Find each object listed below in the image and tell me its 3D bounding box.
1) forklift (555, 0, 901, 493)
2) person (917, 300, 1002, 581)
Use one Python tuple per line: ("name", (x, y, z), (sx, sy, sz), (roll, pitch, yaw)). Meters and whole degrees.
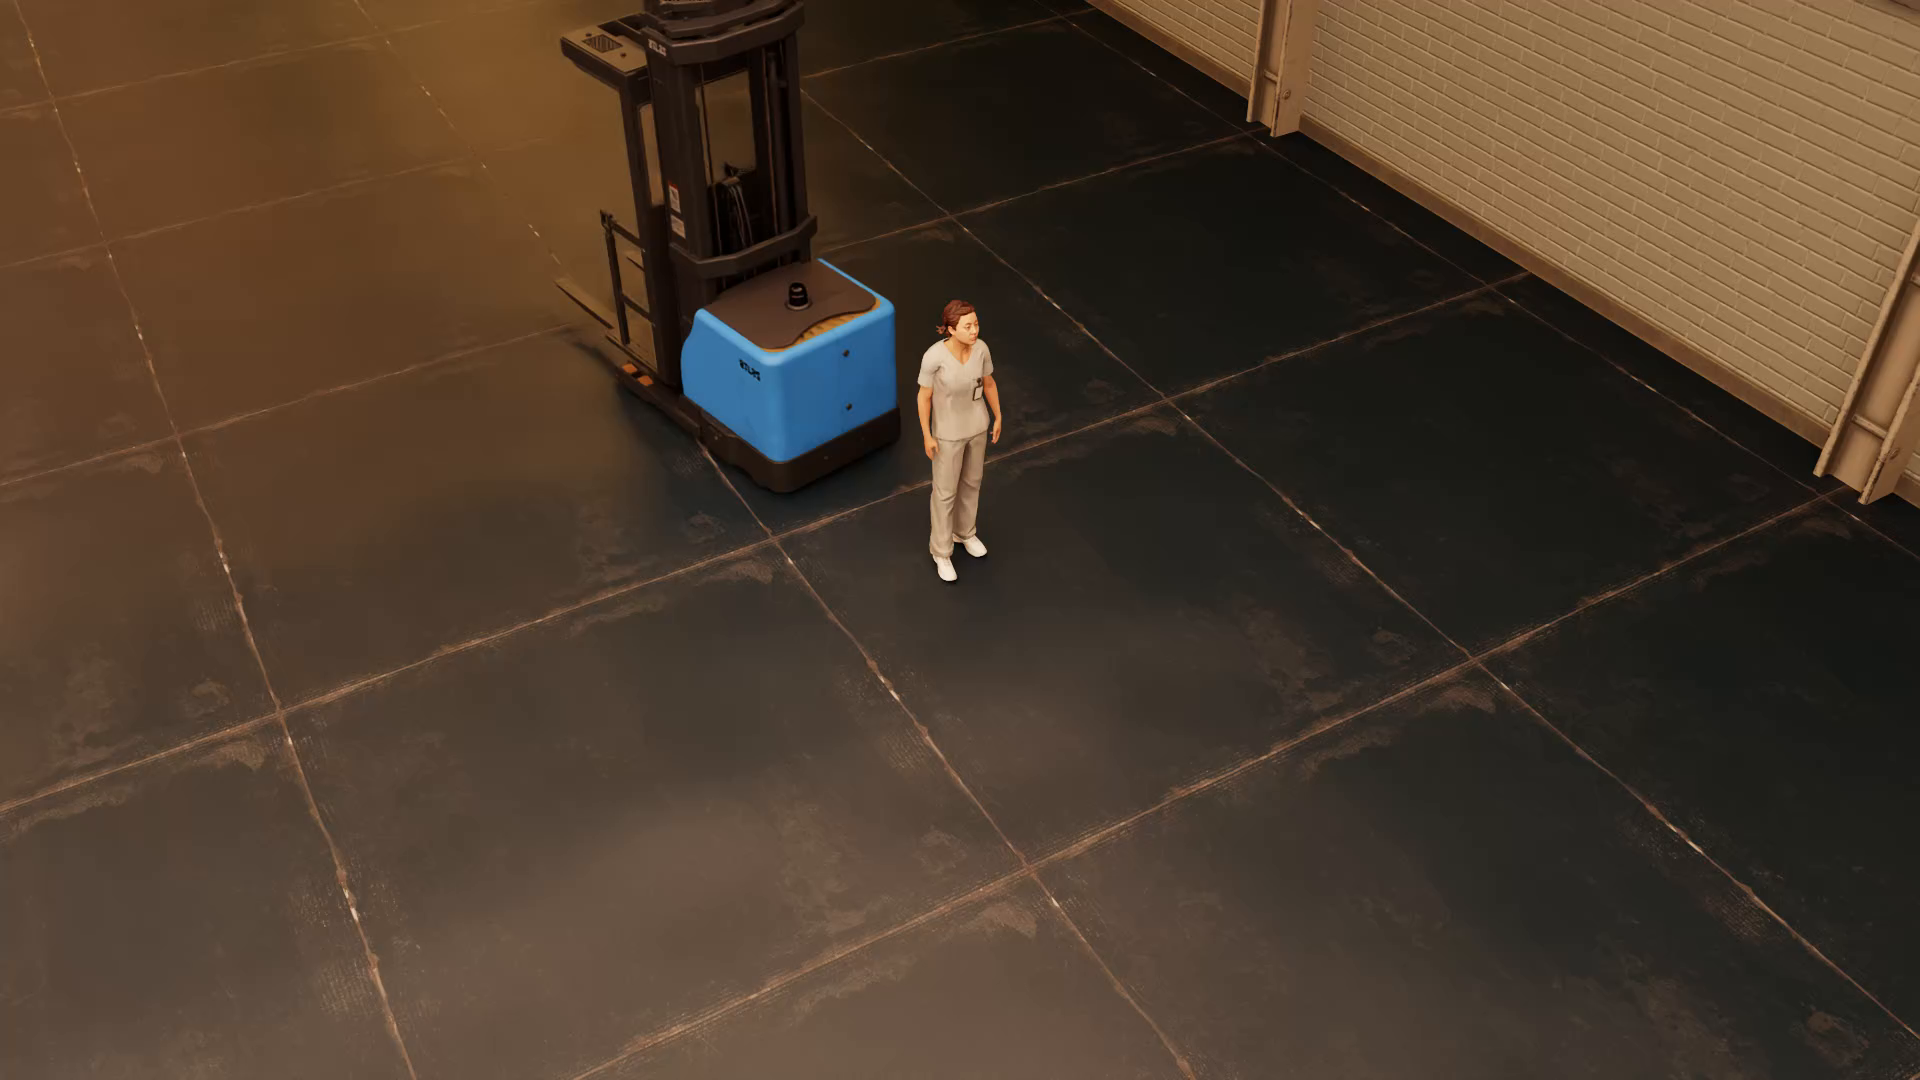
("forklift", (-1.745, -2.288, 10.795), (1.130, 2.935, 3.031), (-29, 48, -31))
("person", (0.026, -0.605, 9.738), (0.550, 1.673, 0.548), (-20, 44, -23))
